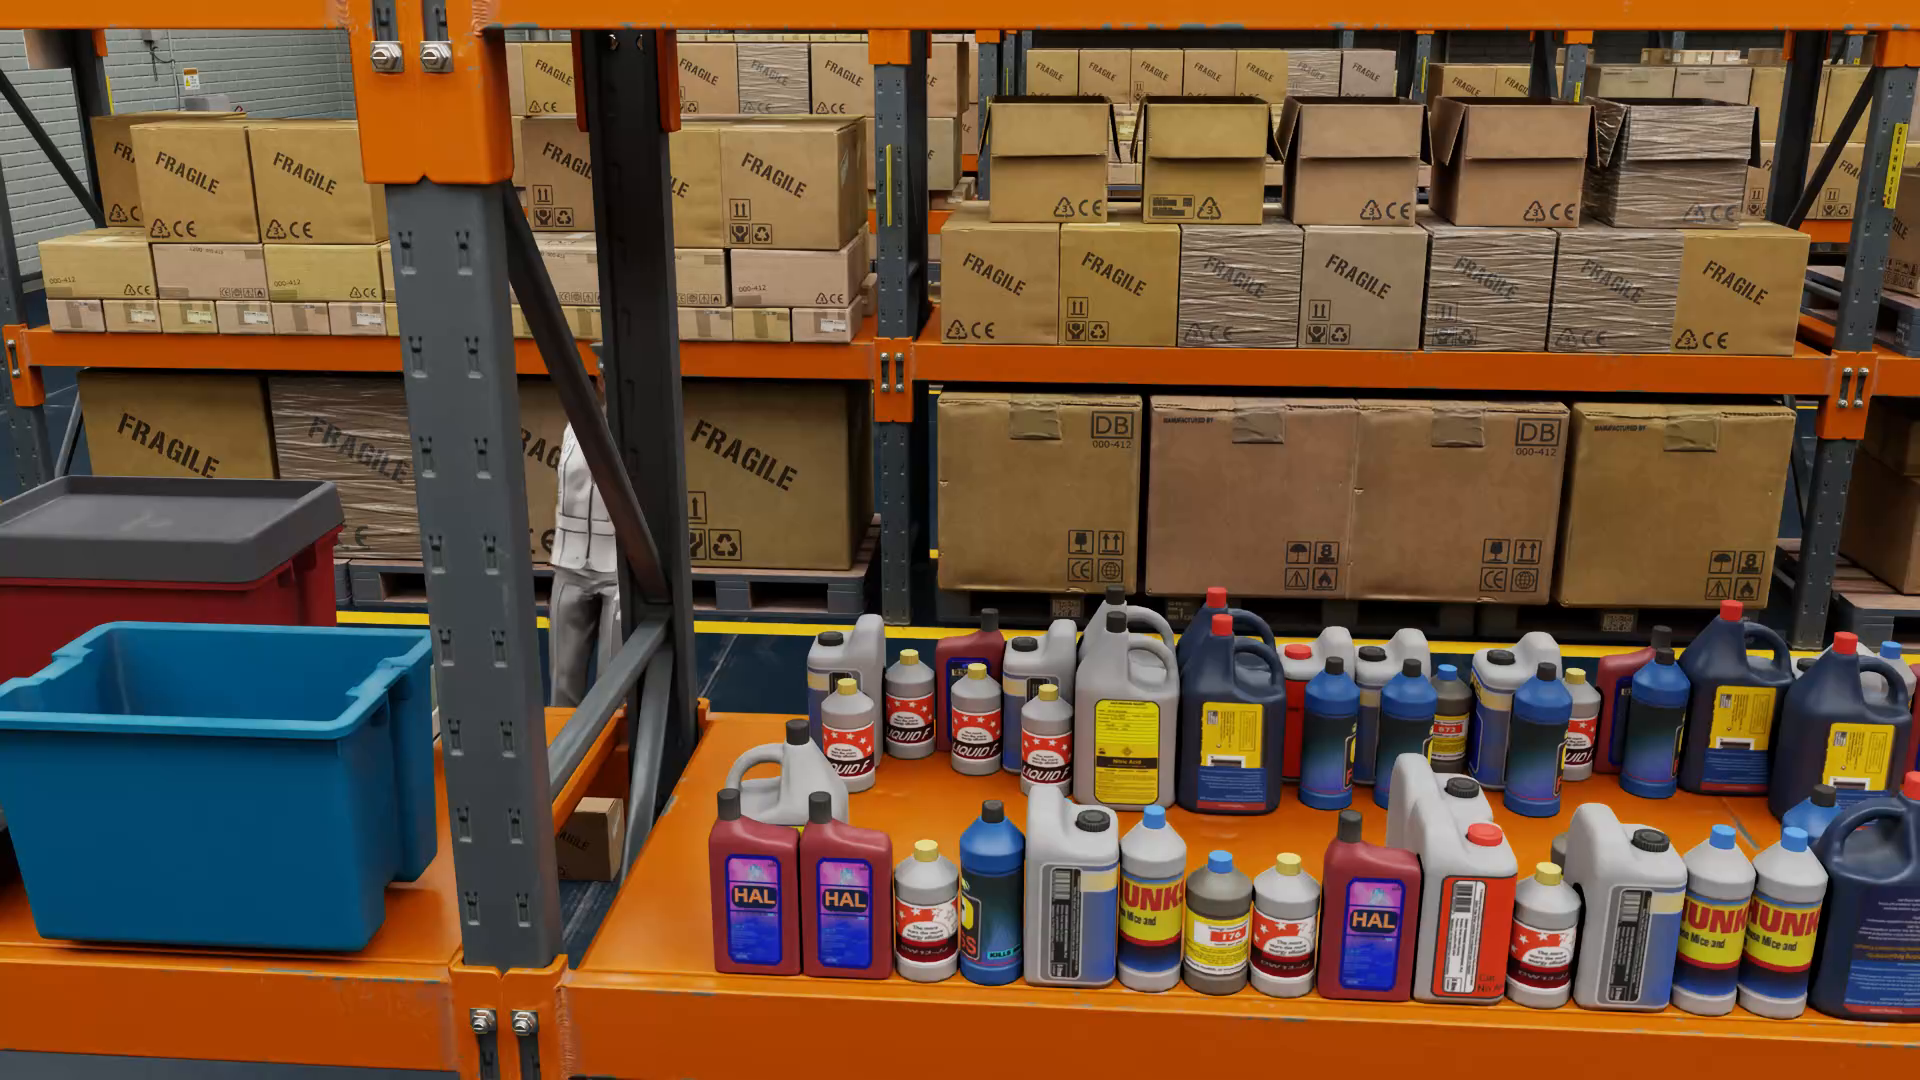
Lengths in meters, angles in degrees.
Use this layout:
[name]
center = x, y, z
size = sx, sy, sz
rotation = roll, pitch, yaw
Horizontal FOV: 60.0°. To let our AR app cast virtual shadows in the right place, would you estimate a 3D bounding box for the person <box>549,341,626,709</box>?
[person]
center = -1.209, 0.185, 5.572
size = 0.515, 1.652, 0.755
rotation = 5, 18, 15
